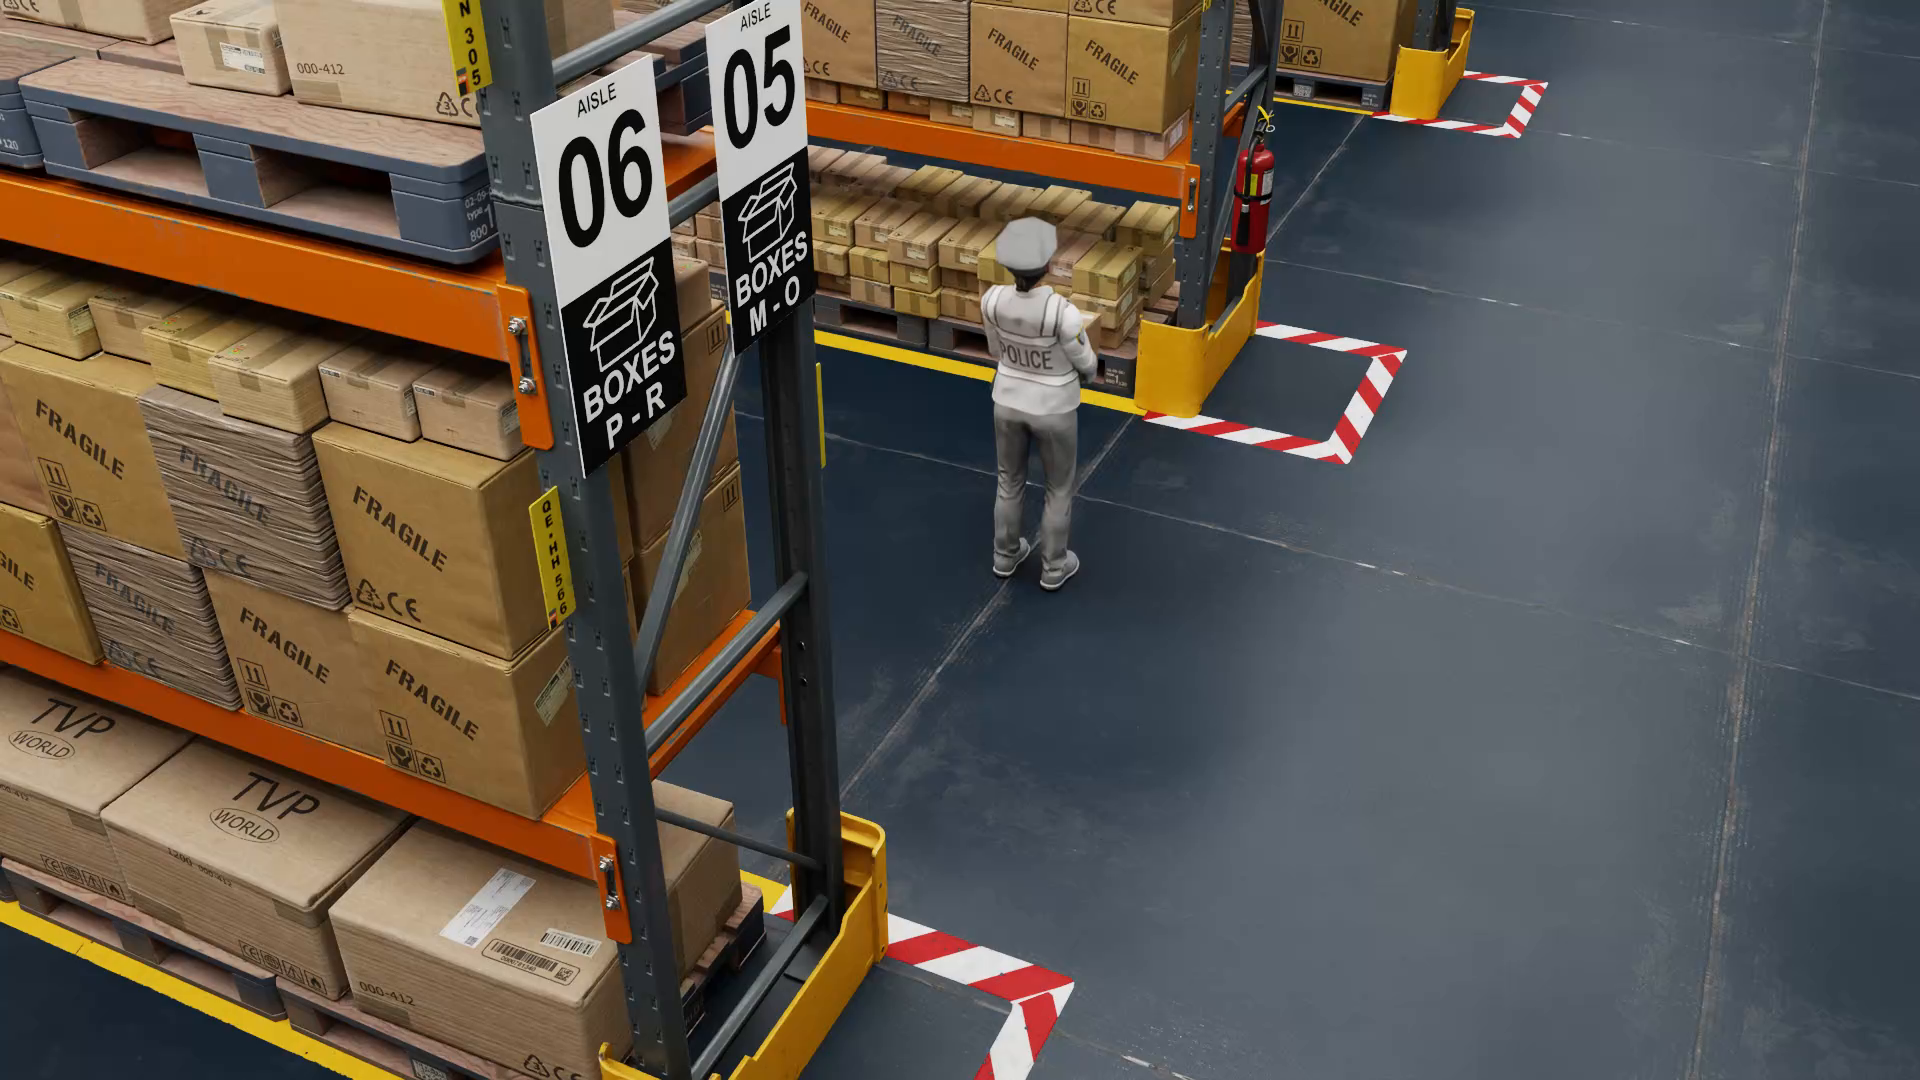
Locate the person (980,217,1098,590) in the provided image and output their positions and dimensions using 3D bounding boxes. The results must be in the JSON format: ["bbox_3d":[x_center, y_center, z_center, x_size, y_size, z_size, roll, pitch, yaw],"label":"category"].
[{"bbox_3d":[0.340,-0.590,6.996,0.460,1.686,0.556,15,37,21],"label":"person"}]
